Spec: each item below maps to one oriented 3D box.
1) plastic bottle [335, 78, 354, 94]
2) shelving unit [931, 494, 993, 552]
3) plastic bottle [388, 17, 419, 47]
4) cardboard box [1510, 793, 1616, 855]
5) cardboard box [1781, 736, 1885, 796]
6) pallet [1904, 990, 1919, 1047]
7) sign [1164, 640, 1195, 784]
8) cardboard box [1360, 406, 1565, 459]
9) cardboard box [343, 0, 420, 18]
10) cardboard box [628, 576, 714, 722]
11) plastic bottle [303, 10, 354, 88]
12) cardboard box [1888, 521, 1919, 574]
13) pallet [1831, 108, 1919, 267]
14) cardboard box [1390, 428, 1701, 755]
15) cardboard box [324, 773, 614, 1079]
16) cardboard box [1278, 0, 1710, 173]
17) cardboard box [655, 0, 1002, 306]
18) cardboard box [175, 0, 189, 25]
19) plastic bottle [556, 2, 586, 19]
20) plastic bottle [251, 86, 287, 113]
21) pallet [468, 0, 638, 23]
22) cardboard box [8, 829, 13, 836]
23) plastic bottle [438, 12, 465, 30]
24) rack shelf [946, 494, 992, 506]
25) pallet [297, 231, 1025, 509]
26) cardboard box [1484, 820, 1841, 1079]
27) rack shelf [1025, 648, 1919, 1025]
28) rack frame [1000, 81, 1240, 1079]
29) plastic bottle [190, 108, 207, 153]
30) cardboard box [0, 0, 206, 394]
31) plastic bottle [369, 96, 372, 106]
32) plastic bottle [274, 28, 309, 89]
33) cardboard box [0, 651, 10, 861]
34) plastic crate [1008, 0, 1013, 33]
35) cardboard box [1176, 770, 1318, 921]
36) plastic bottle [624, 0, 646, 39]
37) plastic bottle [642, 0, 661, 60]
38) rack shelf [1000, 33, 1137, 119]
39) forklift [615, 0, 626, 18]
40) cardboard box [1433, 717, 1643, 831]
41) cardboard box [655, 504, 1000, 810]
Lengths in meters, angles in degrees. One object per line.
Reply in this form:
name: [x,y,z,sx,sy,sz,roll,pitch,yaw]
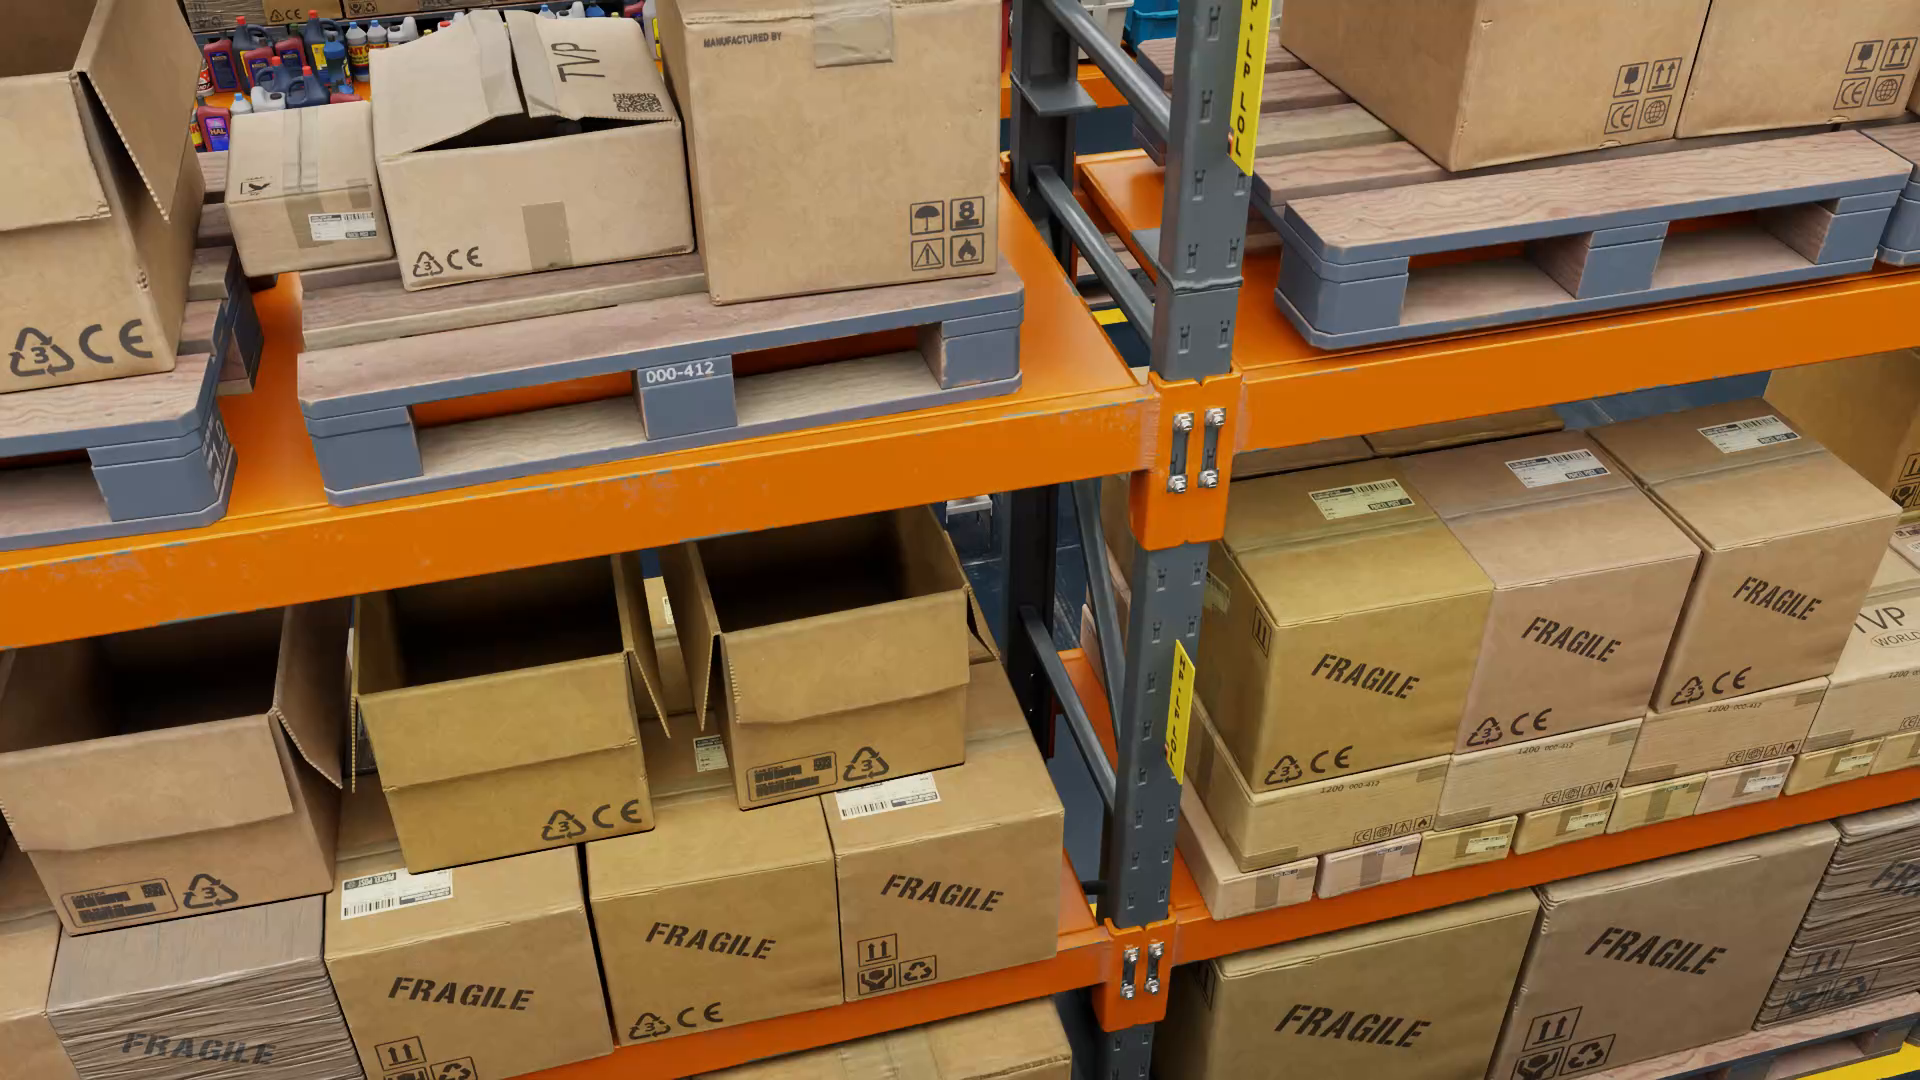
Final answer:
plastic bottle: [-2.731,-1.918,7.395,0.097,0.271,0.097,0,37,0]
shelving unit: [0.008,-0.359,6.978,0.210,0.900,0.258,-9,38,-12]
plastic bottle: [-2.656,-2.355,7.962,0.135,0.276,0.152,-9,38,-12]
cardboard box: [1.433,0.590,4.217,0.250,0.149,0.380,-10,39,-13]
cardboard box: [2.176,0.468,4.376,0.250,0.149,0.380,-10,39,-13]
pallet: [3.410,1.114,5.619,1.213,0.211,1.003,-9,38,-12]
sign: [0.450,0.356,3.428,0.005,0.325,0.100,-9,38,-12]
cardboard box: [1.158,-0.195,4.298,0.500,0.500,0.500,-9,38,-11]
cardboard box: [-4.135,-4.045,11.764,0.500,0.500,0.500,-11,39,-13]
cardboard box: [-0.695,0.435,4.131,0.500,0.500,0.500,-9,38,-12]
plastic bottle: [-2.999,-2.331,7.869,0.185,0.351,0.144,-9,38,-12]
cardboard box: [2.781,0.169,4.439,0.500,0.250,0.500,-11,39,-13]
pallet: [2.268,-1.003,3.696,1.213,0.211,1.003,-9,38,-12]
cardboard box: [1.306,0.112,3.896,0.500,0.500,0.500,-9,38,-12]
cardboard box: [-1.063,0.824,3.622,0.500,0.500,0.500,-10,38,-12]
cardboard box: [1.039,-1.129,3.278,0.500,0.500,0.700,-12,39,-15]
cardboard box: [-0.258,-0.832,2.972,0.500,0.500,0.700,-8,38,-11]
cardboard box: [-5.627,-3.796,11.439,0.500,0.500,0.500,-8,38,-10]
plastic bottle: [-1.891,-2.480,8.126,0.135,0.276,0.152,-9,38,-12]
plastic bottle: [-3.012,-1.853,7.306,0.135,0.276,0.152,-9,38,-12]
pallet: [-3.055,-4.085,12.416,1.213,0.211,1.003,-9,38,-12]
cardboard box: [-2.167,0.679,3.812,0.500,0.500,0.500,-11,39,-13]
plastic bottle: [-2.432,-2.392,8.010,0.135,0.276,0.152,-9,38,-12]
rack shelf: [0.008,-0.261,7.053,0.200,0.077,0.258,-9,38,-12]
pallet: [-0.573,-0.473,3.089,1.217,0.209,0.805,-11,39,-14]
cardboard box: [1.827,0.945,4.949,0.875,0.875,0.875,-9,38,-12]
rack shelf: [2.230,0.437,4.802,4.000,0.370,1.077,-9,38,-12]
rack frame: [0.300,0.468,4.169,0.127,3.000,1.000,-9,38,-12]
plastic bottle: [-3.340,-1.780,7.214,0.097,0.271,0.097,0,37,0]
cardboard box: [-1.595,-0.634,2.710,0.637,0.503,0.797,-10,38,-13]
plastic bottle: [-2.586,-1.876,7.397,0.097,0.201,0.097,0,37,0]
plastic bottle: [-3.148,-2.267,7.841,0.133,0.283,0.061,-9,38,-12]
cardboard box: [-2.222,0.455,3.278,0.637,0.503,0.797,-8,38,-11]
plastic crate: [0.019,-2.687,8.471,0.590,0.125,0.437,-9,38,-12]
cardboard box: [0.672,0.716,4.052,0.250,0.149,0.380,-9,38,-12]
plastic bottle: [-1.586,-2.562,8.226,0.133,0.283,0.061,-9,38,-12]
plastic bottle: [-1.455,-2.546,8.150,0.185,0.351,0.144,-9,38,-12]
rack shelf: [0.939,-2.468,8.600,4.000,0.370,1.077,-9,38,-12]
forklift: [-1.843,-3.890,9.922,3.031,2.935,1.130,-7,38,-9]
cardboard box: [1.303,0.413,4.120,0.500,0.250,0.500,-9,38,-12]
cardboard box: [-0.315,0.136,3.696,0.637,0.503,0.797,-10,39,-13]
